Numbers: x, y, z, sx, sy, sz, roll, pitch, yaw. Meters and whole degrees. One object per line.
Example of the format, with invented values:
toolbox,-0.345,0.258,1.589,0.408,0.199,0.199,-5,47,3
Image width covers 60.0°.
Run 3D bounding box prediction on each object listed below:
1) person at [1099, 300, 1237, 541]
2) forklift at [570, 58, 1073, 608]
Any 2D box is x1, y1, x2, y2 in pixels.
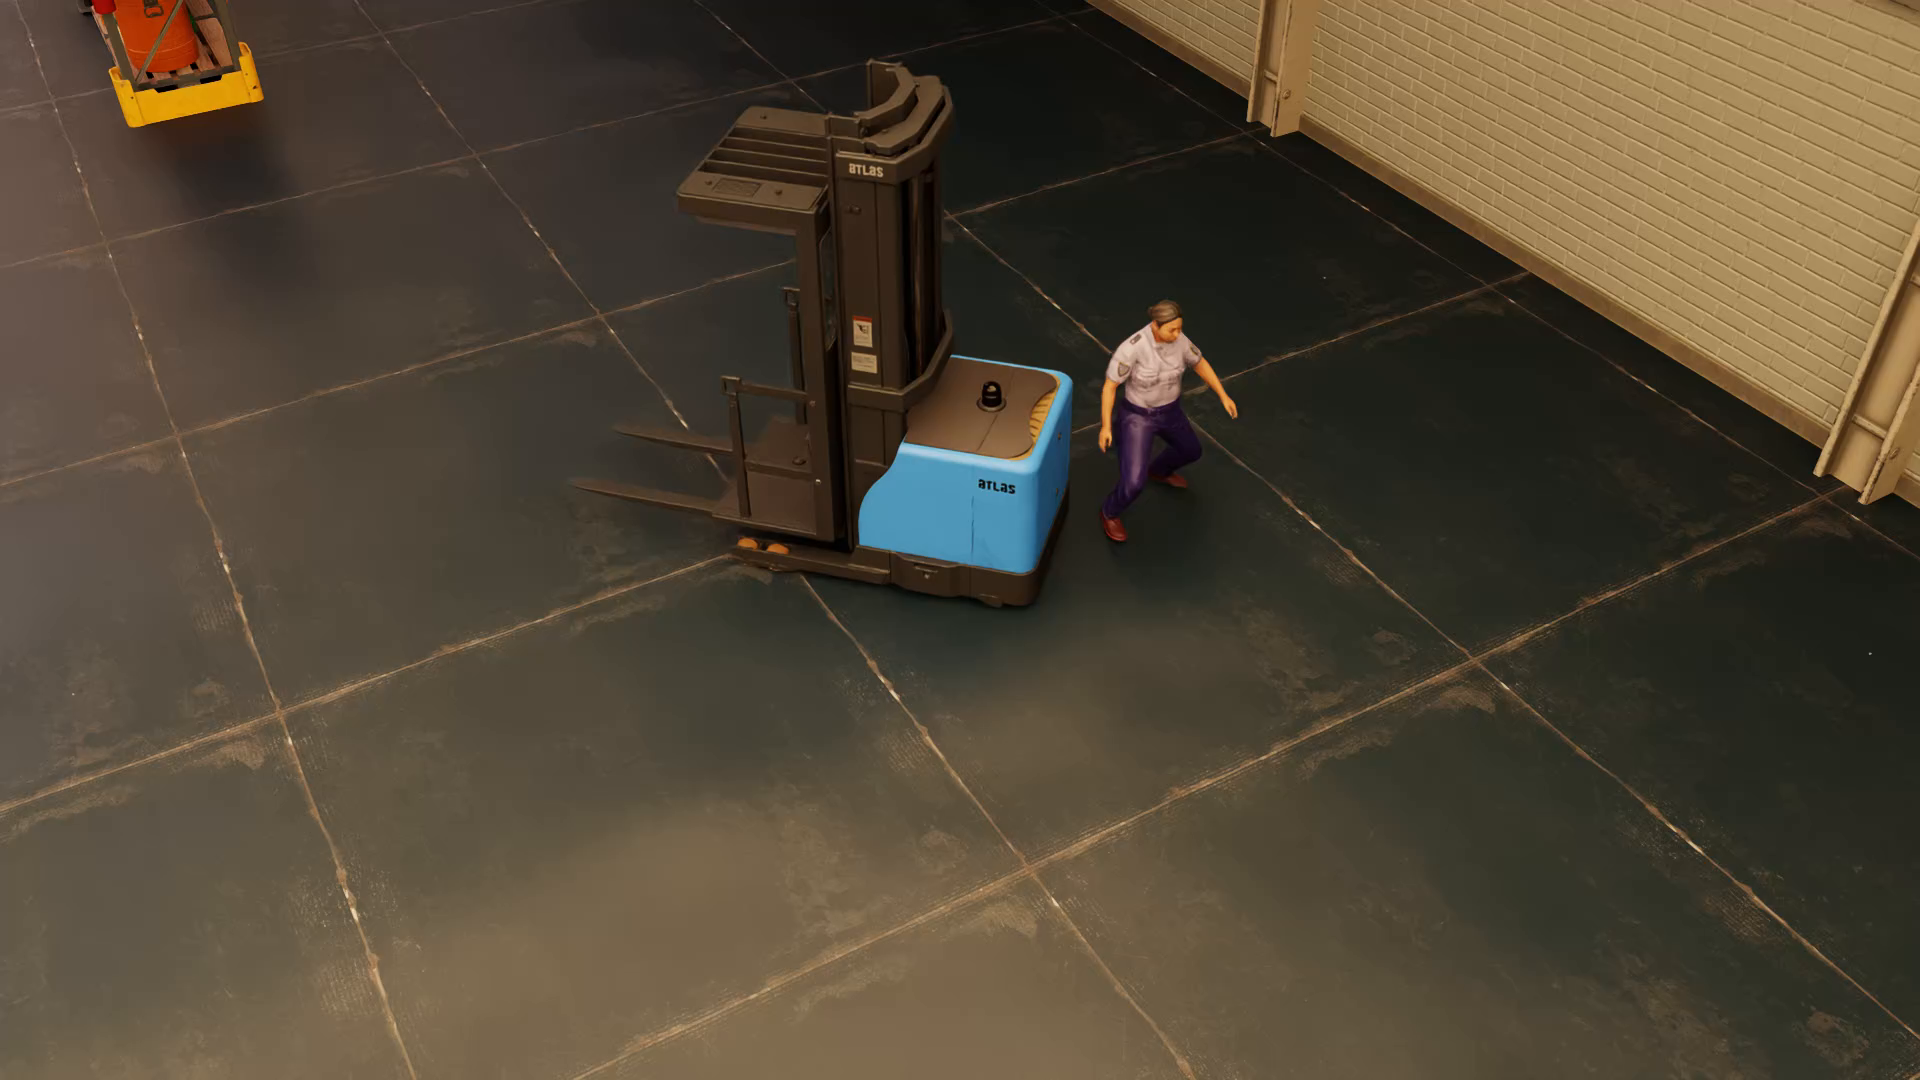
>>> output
person,1.204,-0.771,10.101,0.890,1.541,0.659,-19,43,-21
forklift,-0.893,-1.253,9.547,3.031,2.935,1.130,10,41,12
